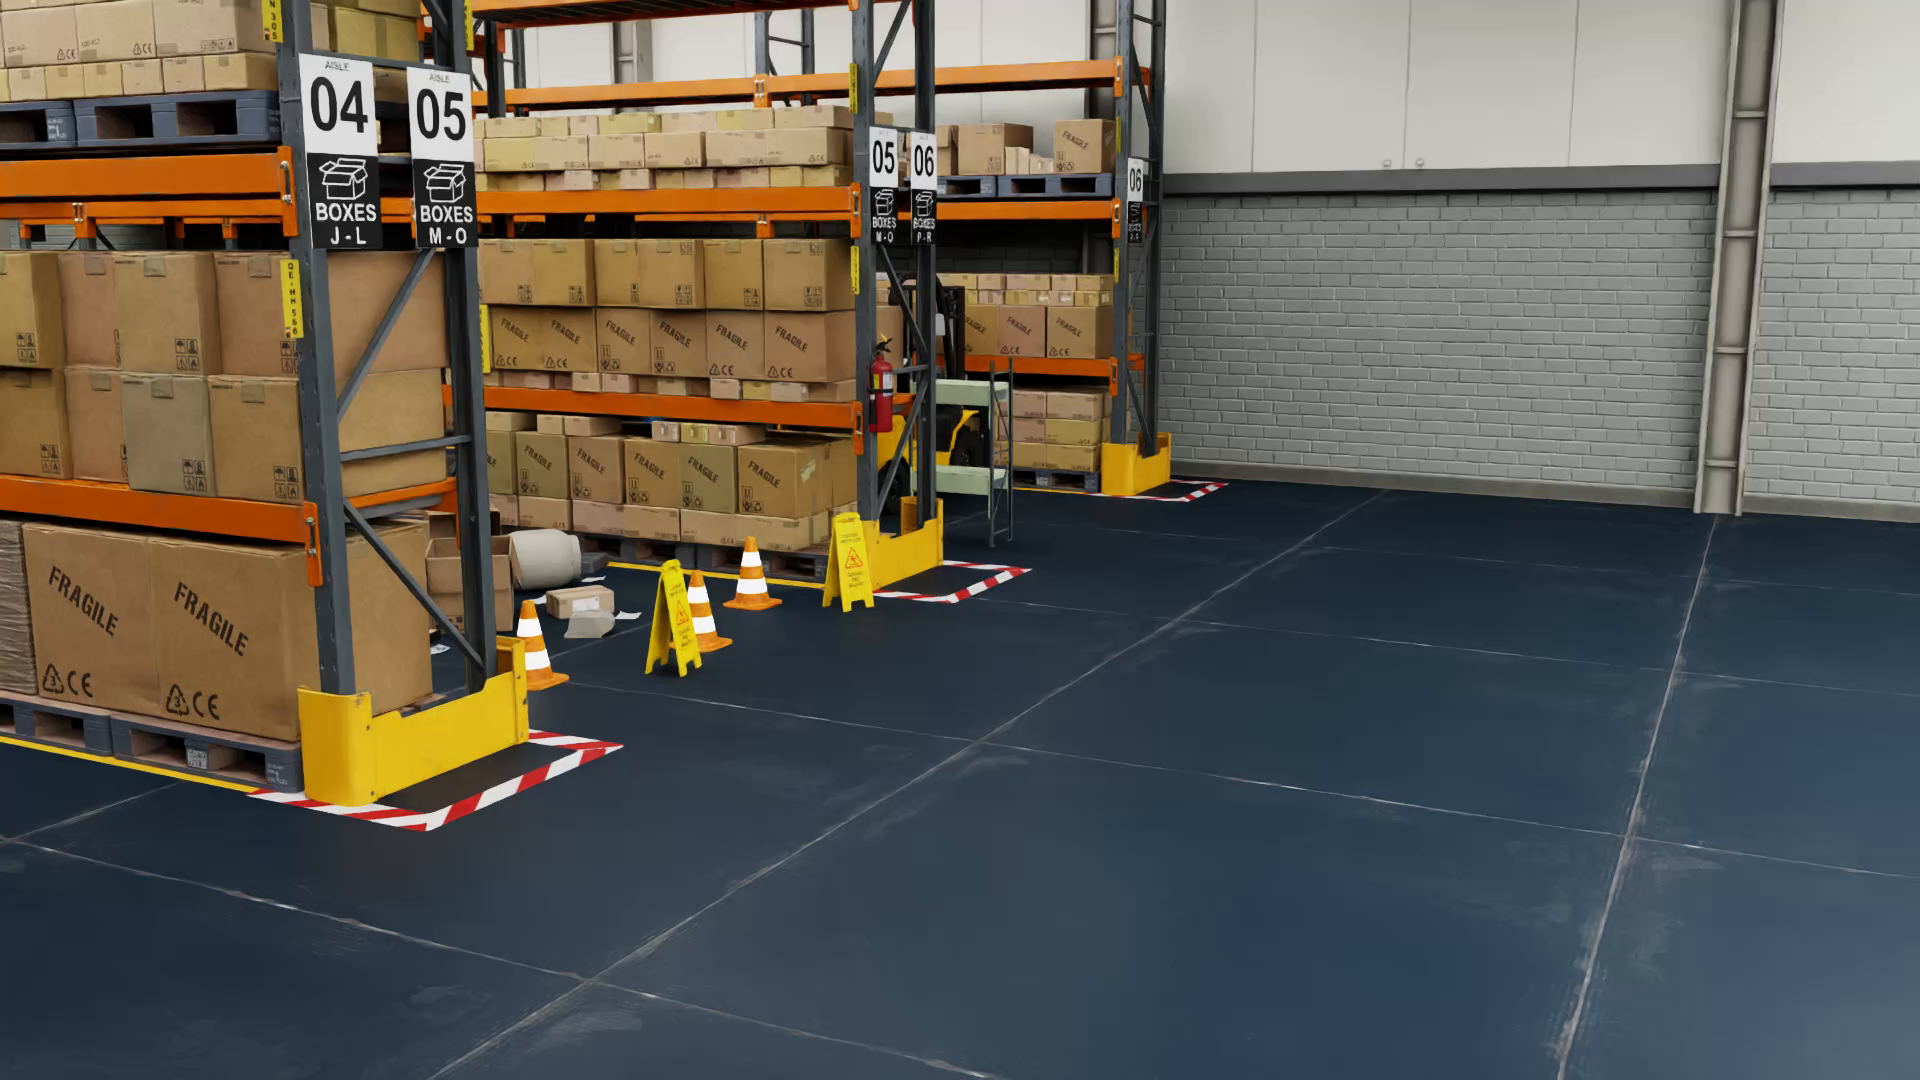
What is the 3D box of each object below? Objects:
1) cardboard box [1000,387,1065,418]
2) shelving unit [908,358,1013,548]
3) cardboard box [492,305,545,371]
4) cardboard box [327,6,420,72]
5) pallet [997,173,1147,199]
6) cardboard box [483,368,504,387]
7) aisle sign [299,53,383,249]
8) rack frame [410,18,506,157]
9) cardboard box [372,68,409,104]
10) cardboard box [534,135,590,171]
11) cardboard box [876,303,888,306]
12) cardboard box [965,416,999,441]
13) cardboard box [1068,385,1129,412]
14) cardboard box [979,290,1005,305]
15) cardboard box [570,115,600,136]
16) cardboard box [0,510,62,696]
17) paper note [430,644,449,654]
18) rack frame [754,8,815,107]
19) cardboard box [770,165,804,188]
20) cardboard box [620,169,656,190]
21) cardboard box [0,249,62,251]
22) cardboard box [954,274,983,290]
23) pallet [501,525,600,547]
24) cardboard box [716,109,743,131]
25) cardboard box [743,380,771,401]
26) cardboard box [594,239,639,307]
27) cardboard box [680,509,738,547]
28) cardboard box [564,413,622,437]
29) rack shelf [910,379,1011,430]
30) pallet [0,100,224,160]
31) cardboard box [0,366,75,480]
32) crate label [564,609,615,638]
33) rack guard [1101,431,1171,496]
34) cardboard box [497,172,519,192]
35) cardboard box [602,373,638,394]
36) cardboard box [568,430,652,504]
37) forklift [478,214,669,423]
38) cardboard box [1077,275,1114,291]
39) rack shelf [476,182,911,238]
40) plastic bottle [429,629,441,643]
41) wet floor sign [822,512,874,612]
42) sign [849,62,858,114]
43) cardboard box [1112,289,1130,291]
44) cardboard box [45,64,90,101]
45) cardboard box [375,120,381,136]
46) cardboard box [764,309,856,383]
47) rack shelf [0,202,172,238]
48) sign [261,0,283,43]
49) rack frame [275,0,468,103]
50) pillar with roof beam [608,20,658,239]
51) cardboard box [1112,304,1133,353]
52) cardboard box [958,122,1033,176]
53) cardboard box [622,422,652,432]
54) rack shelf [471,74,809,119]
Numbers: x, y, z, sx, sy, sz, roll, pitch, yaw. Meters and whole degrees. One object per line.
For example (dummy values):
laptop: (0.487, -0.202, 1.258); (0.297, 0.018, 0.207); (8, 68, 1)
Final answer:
cardboard box: (0.728, -1.375, 16.641); (0.500, 0.250, 0.500); (5, 12, 27)
shelving unit: (0.006, -0.737, 13.594); (0.755, 1.500, 0.431); (5, 11, 26)
cardboard box: (-3.308, -1.607, 13.069); (0.500, 0.500, 0.500); (5, 11, 26)
cardboard box: (-2.872, -2.296, 7.697); (0.500, 0.250, 0.500); (5, 11, 26)
pallet: (1.117, -3.496, 16.452); (1.213, 0.211, 1.003); (5, 11, 26)
cardboard box: (-3.650, -1.315, 13.278); (0.250, 0.149, 0.380); (5, 12, 27)
aisle sign: (-2.622, -1.638, 7.059); (0.004, 0.787, 0.394); (5, 11, 26)
rack frame: (-4.040, -4.478, 13.206); (0.127, 3.000, 1.000); (5, 11, 26)
cardboard box: (-2.718, -2.099, 7.728); (0.250, 0.149, 0.380); (5, 11, 26)
cardboard box: (-2.857, -2.916, 12.581); (0.500, 0.250, 0.500); (5, 11, 26)
cardboard box: (-0.636, -2.214, 17.258); (0.500, 0.500, 0.500); (5, 11, 25)
cardboard box: (0.248, -1.171, 16.914); (0.500, 0.250, 0.500); (5, 11, 25)
cardboard box: (1.393, -1.418, 16.875); (0.500, 0.250, 0.500); (5, 11, 25)
cardboard box: (0.380, -2.435, 16.662); (0.250, 0.149, 0.380); (5, 11, 24)
cardboard box: (-2.710, -3.100, 12.481); (0.250, 0.149, 0.380); (5, 11, 25)
cardboard box: (-4.797, 0.242, 8.755); (0.875, 0.875, 0.875); (5, 11, 26)
paper note: (-3.170, 0.658, 10.014); (0.144, 0.017, 0.142); (-10, 14, -43)
rack frame: (-1.847, -5.271, 17.588); (0.127, 3.000, 1.000); (5, 11, 26)
cardboard box: (-1.134, -2.561, 11.742); (0.250, 0.149, 0.380); (5, 11, 26)
cardboard box: (-2.294, -2.661, 12.292); (0.250, 0.149, 0.380); (5, 11, 25)
cardboard box: (-4.856, -1.209, 8.534); (0.550, 0.550, 0.875); (5, 11, 26)
cardboard box: (0.137, -2.598, 16.724); (0.250, 0.149, 0.380); (5, 12, 27)
pallet: (-3.422, -0.107, 13.727); (1.213, 0.211, 1.003); (5, 11, 26)
cardboard box: (-1.543, -3.007, 11.967); (0.250, 0.149, 0.380); (5, 11, 26)
cardboard box: (-1.380, -1.109, 12.138); (0.250, 0.149, 0.380); (5, 11, 25)
cardboard box: (-2.347, -2.030, 12.602); (0.500, 0.500, 0.700); (5, 11, 25)
cardboard box: (-1.758, -0.127, 12.553); (0.500, 0.250, 0.500); (5, 11, 26)
cardboard box: (-2.840, -0.898, 12.884); (0.250, 0.149, 0.380); (6, 12, 29)
rack shelf: (0.006, -1.122, 13.524); (0.720, 0.370, 0.431); (5, 11, 26)
pallet: (-4.321, -1.998, 8.171); (1.213, 0.211, 1.003); (5, 11, 26)
cardboard box: (-4.349, -0.647, 8.464); (0.500, 0.550, 0.875); (5, 11, 26)
crate label: (-2.328, 0.522, 10.462); (0.298, 0.136, 0.250); (-1, 10, -4)
rack guard: (1.762, -0.772, 16.593); (0.348, 0.500, 1.175); (5, 11, 26)
cardboard box: (-3.388, -2.783, 12.970); (0.250, 0.149, 0.380); (5, 11, 26)
cardboard box: (-2.518, -1.209, 12.692); (0.250, 0.149, 0.380); (5, 11, 26)
cardboard box: (-2.681, -0.578, 12.936); (0.500, 0.500, 0.500); (6, 12, 29)
forklift: (-3.771, -1.774, 15.302); (3.031, 2.935, 1.130); (5, 11, 26)
cardboard box: (1.326, -2.513, 16.257); (0.250, 0.149, 0.380); (5, 11, 26)
rack shelf: (-2.247, -2.491, 12.666); (4.000, 0.370, 1.077); (5, 11, 26)
plastic bottle: (-3.374, 0.592, 10.290); (0.283, 0.061, 0.133); (1, 10, 6)
wet floor sign: (-0.756, 0.133, 11.181); (0.267, 0.644, 0.232); (-10, 14, -43)
sign: (-0.717, -3.036, 11.172); (0.005, 0.325, 0.100); (5, 11, 26)
cardboard box: (1.551, -2.441, 16.690); (0.250, 0.149, 0.380); (5, 11, 24)
cardboard box: (-3.914, -2.073, 7.584); (0.250, 0.149, 0.380); (5, 11, 25)
cardboard box: (-4.616, -3.406, 13.544); (0.500, 0.250, 0.500); (5, 12, 27)
cardboard box: (-1.062, -1.405, 11.956); (0.500, 0.500, 0.500); (5, 11, 25)
rack shelf: (-9.421, -3.121, 16.150); (4.000, 0.370, 1.077); (5, 11, 26)
sign: (-2.805, -2.200, 6.775); (0.005, 0.325, 0.100); (5, 11, 26)
rack frame: (-2.553, -3.364, 7.052); (0.127, 3.000, 1.000); (5, 11, 26)
pillar with roof beam: (-5.771, -4.940, 15.758); (0.400, 9.000, 9.100); (5, 11, 26)
cardboard box: (1.419, -2.137, 16.832); (0.500, 0.500, 0.500); (5, 12, 28)
cardboard box: (0.361, -3.878, 16.570); (0.500, 0.500, 0.700); (5, 11, 26)
cardboard box: (-2.476, -0.665, 13.419); (0.500, 0.500, 0.500); (6, 12, 29)
rack shelf: (-3.641, -4.878, 18.558); (4.000, 0.370, 1.077); (5, 11, 26)
